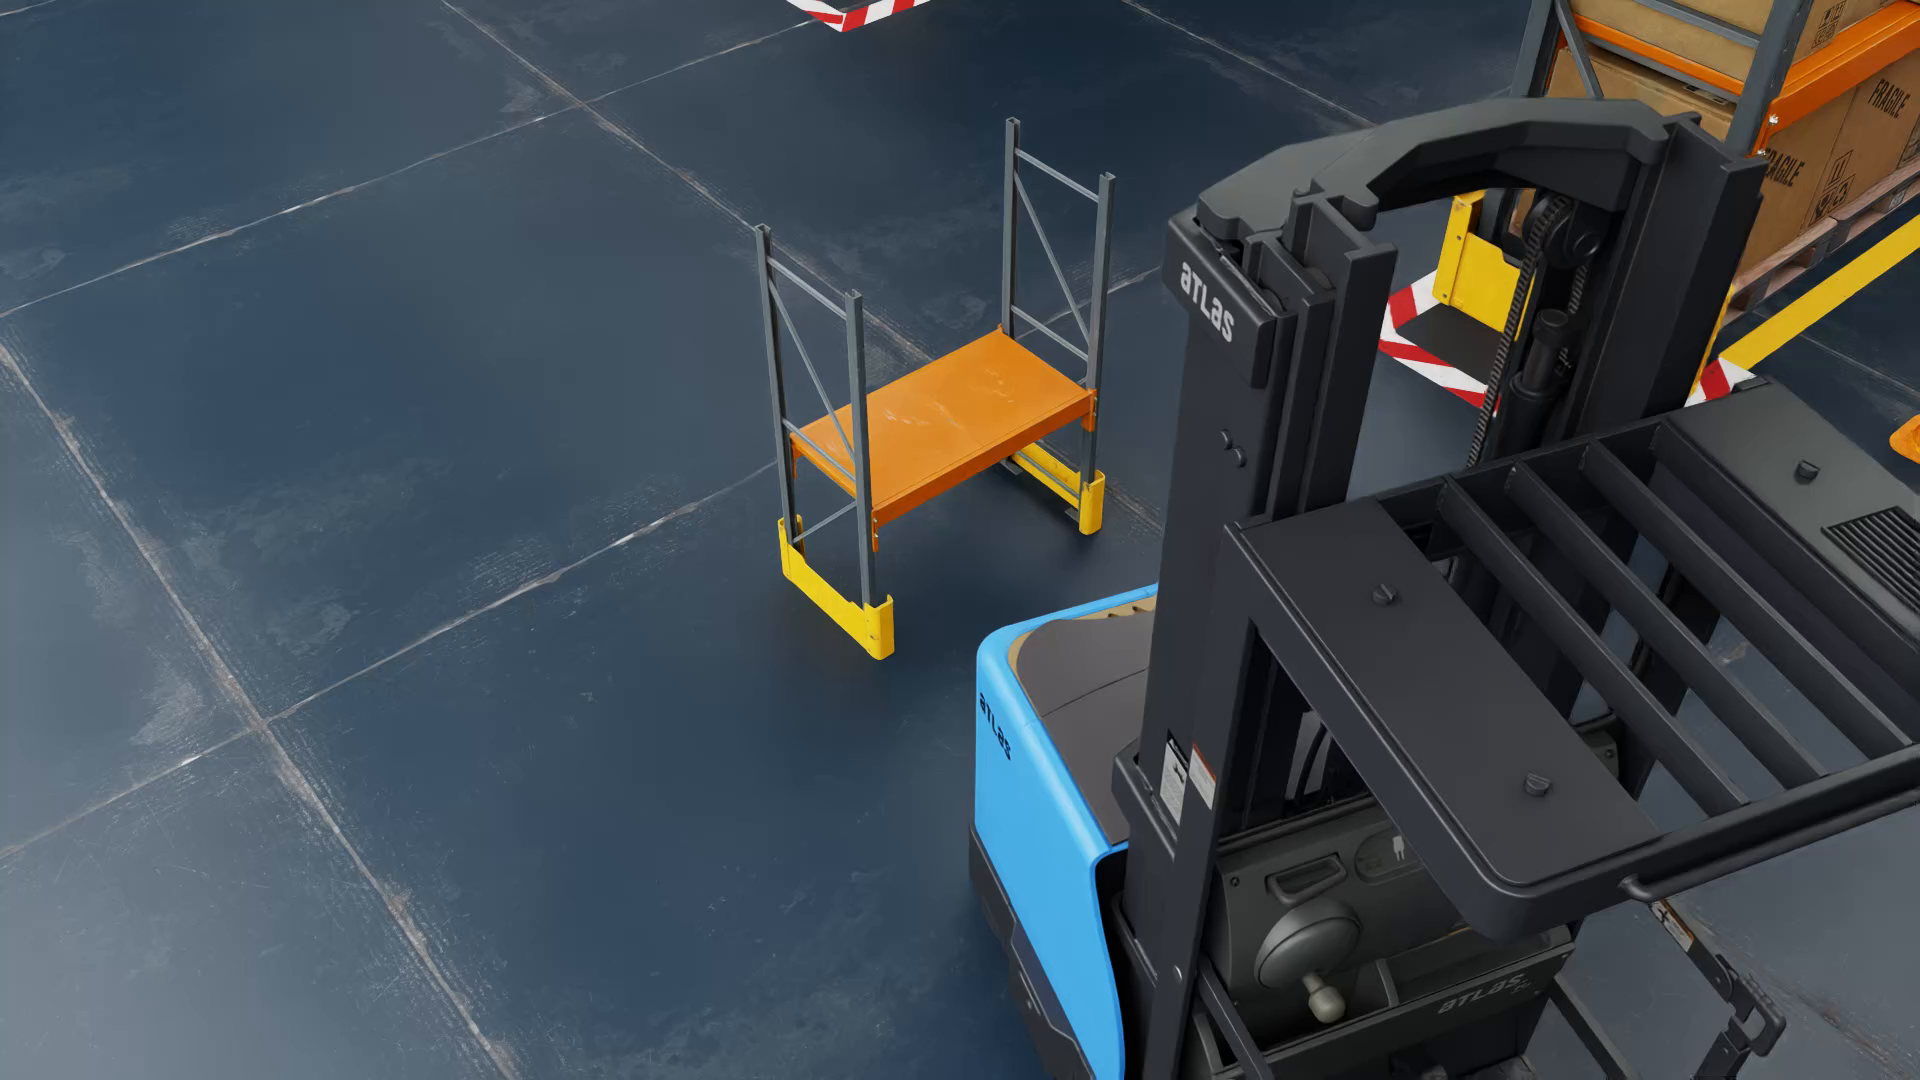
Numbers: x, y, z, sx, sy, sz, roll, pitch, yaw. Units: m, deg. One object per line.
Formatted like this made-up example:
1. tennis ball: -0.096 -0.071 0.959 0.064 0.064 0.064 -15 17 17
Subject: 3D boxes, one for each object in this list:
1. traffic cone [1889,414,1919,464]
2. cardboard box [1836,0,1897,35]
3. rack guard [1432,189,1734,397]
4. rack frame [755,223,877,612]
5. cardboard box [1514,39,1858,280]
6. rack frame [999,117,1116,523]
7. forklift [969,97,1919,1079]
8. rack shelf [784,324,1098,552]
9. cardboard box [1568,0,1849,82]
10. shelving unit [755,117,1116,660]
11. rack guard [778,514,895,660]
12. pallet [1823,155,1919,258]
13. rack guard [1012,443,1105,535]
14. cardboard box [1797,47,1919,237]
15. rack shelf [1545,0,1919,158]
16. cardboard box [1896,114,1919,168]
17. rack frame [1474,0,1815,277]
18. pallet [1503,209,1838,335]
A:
1. traffic cone: 3.923 -0.536 6.483 0.334 0.463 0.336 -30 51 -28
2. cardboard box: 3.268 -2.468 6.577 0.550 0.550 0.875 -30 51 -28
3. rack guard: 2.586 -1.051 7.004 0.348 0.500 1.175 -30 51 -28
4. rack frame: -0.455 -0.286 5.459 0.032 1.500 0.500 -30 51 -28
5. cardboard box: 3.082 -1.684 7.098 0.875 0.875 0.875 -29 51 -28
6. rack frame: 0.324 -0.733 5.934 0.032 1.500 0.500 -30 51 -28
7. forklift: 1.034 0.784 3.274 1.130 2.935 3.031 -15 45 -15
8. rack shelf: -0.065 -0.378 5.820 1.000 0.185 0.538 -30 51 -28
9. cardboard box: 2.860 -2.215 6.307 0.550 0.550 0.875 -30 51 -28
10. shelving unit: -0.058 -0.513 5.701 1.083 1.500 0.587 -30 51 -28
11. rack guard: -0.440 0.161 5.896 0.087 0.250 0.587 -30 51 -28
12. pallet: 4.103 -1.882 8.100 1.213 0.211 1.003 -30 51 -28
13. rack guard: 0.324 -0.276 6.362 0.087 0.250 0.587 -30 51 -28
14. cardboard box: 3.756 -2.072 7.510 0.875 0.875 0.875 -31 51 -28
15. rack shelf: 4.138 -2.589 7.341 4.000 0.370 1.077 -30 51 -28
16. cardboard box: 4.456 -2.471 7.935 0.875 0.875 0.875 -29 51 -28
17. rack frame: 2.604 -1.973 6.160 0.127 3.000 1.000 -30 51 -28
18. pallet: 3.168 -1.349 7.532 1.213 0.211 1.003 -30 51 -28
